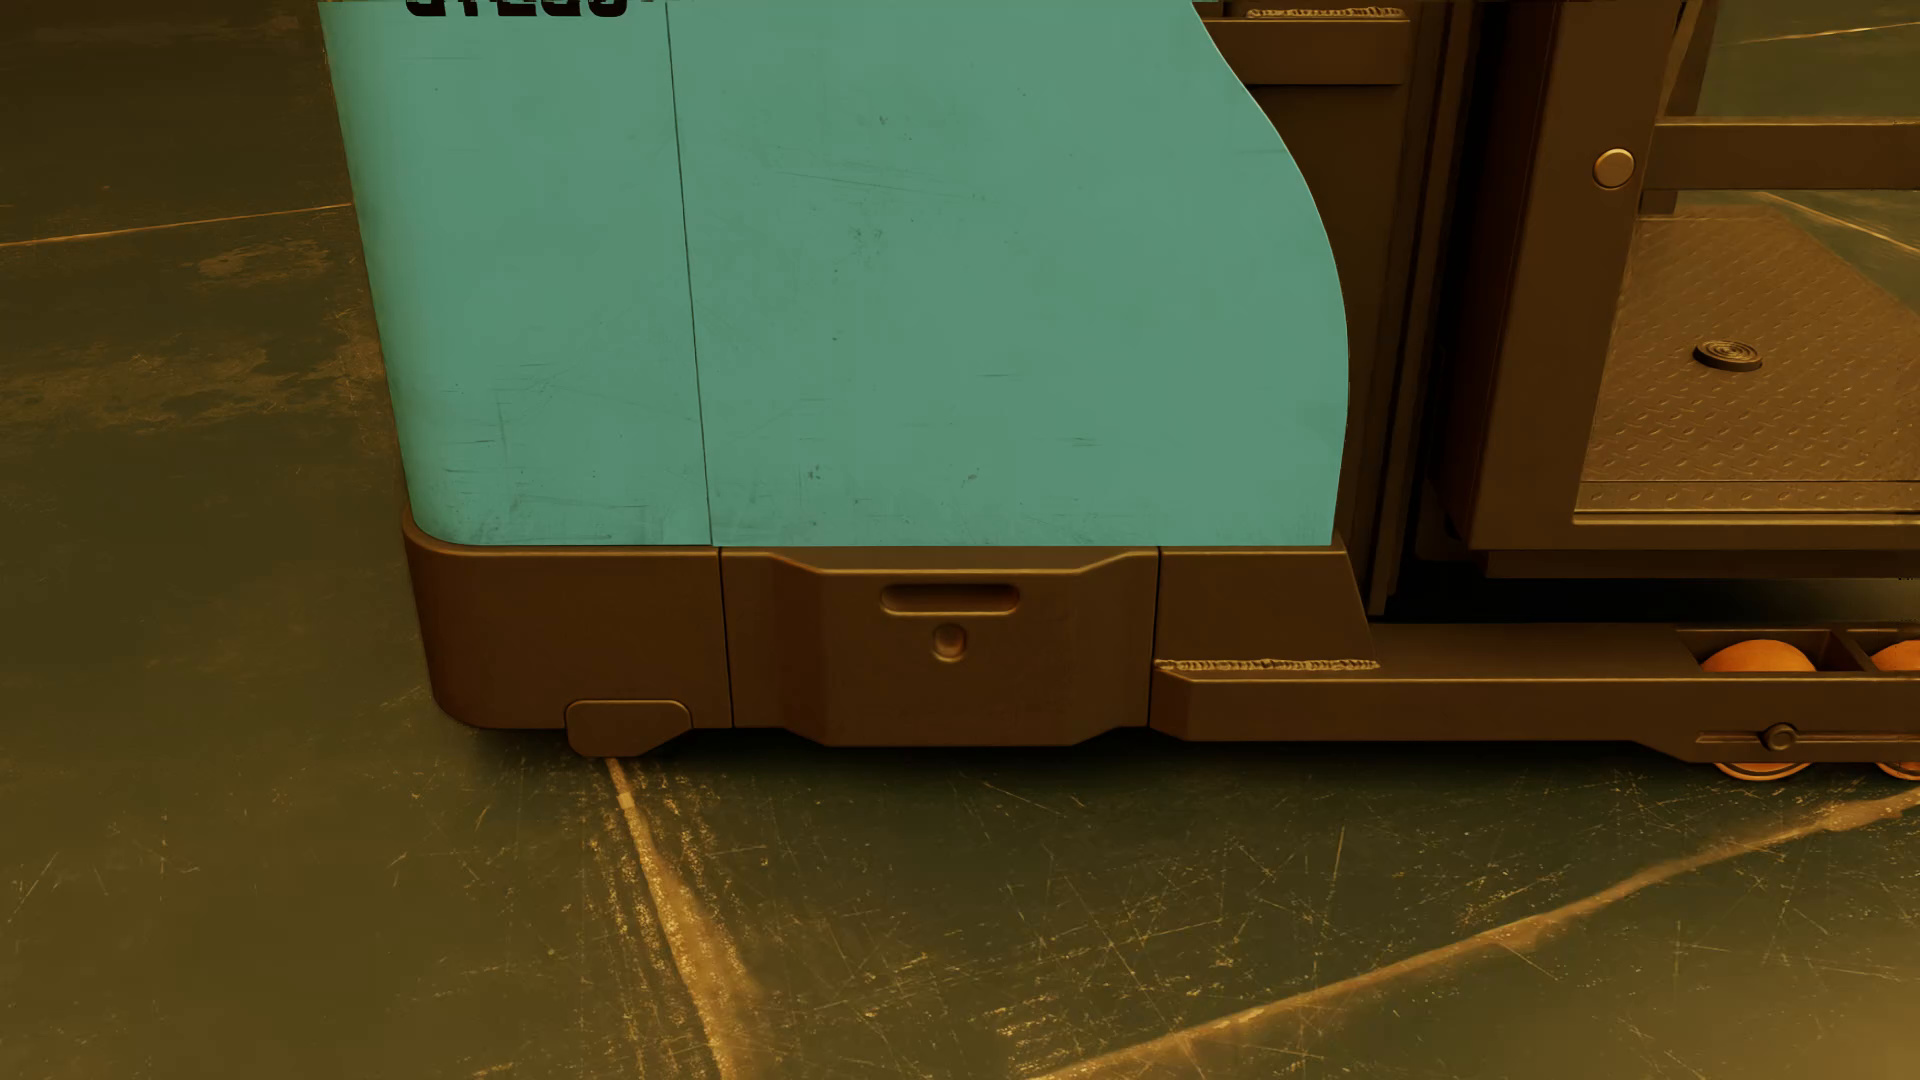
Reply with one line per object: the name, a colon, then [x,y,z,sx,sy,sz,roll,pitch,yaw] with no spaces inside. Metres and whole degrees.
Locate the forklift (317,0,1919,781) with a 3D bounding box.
forklift: [0.866,-1.250,1.733,3.031,2.935,1.130,0,30,0]
